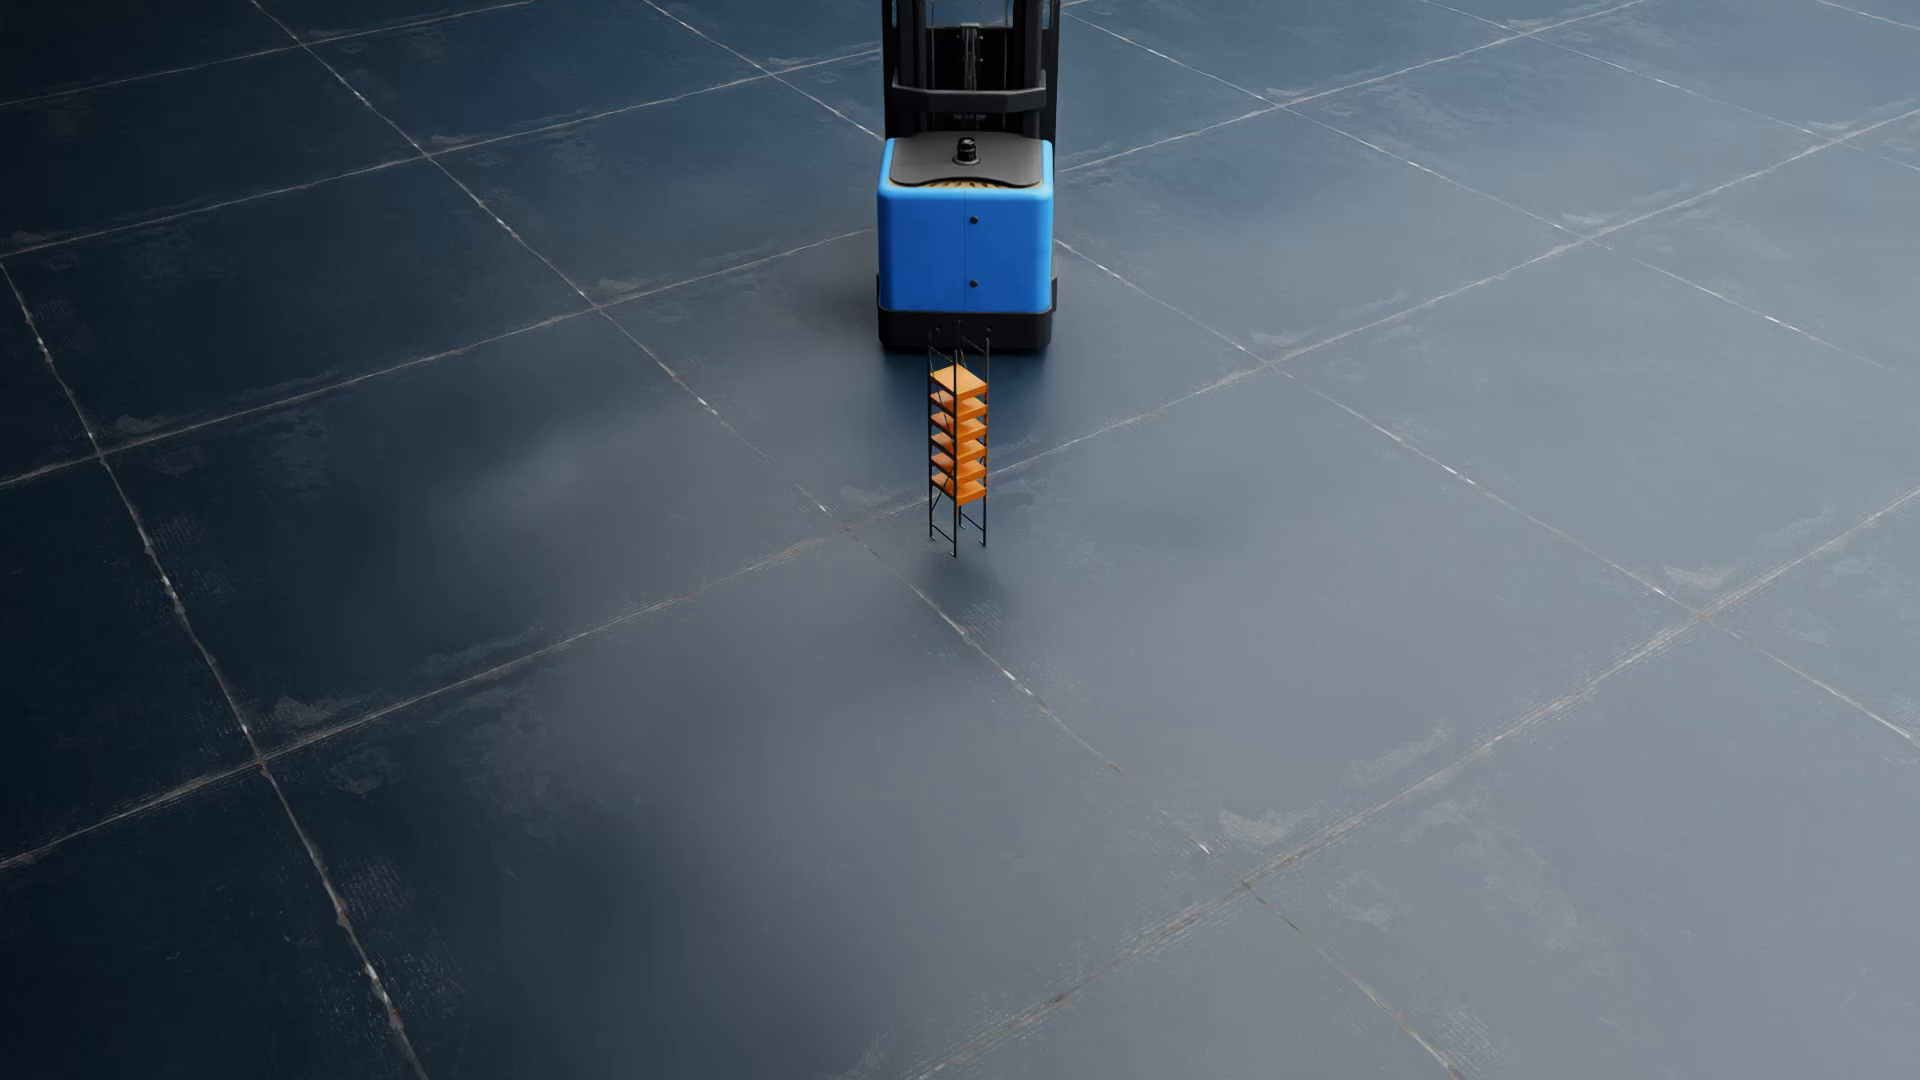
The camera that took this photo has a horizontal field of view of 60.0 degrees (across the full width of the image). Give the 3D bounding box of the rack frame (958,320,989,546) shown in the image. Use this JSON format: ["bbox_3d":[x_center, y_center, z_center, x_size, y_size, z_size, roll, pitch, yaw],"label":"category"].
[{"bbox_3d":[0.063,-0.513,8.249,0.006,1.200,0.240,-22,41,-28],"label":"rack frame"}]

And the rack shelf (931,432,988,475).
[{"bbox_3d":[-0.012,-0.446,8.232,0.180,0.103,0.258,-22,41,-28],"label":"rack shelf"}]

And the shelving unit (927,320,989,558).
[{"bbox_3d":[-0.012,-0.482,8.206,0.189,1.200,0.258,-22,41,-28],"label":"shelving unit"}]

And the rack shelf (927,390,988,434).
[{"bbox_3d":[-0.012,-0.641,8.092,0.180,0.103,0.258,-22,41,-28],"label":"rack shelf"}]

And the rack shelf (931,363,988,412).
[{"bbox_3d":[-0.012,-0.738,8.022,0.180,0.103,0.258,-22,41,-28],"label":"rack shelf"}]

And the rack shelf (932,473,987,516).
[{"bbox_3d":[-0.012,-0.251,8.372,0.180,0.103,0.258,-22,41,-28],"label":"rack shelf"}]

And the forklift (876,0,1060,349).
[{"bbox_3d":[0.075,-3.178,10.472,1.130,2.935,3.031,1,36,2],"label":"forklift"}]

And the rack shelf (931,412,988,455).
[{"bbox_3d":[-0.012,-0.544,8.162,0.180,0.103,0.258,-22,41,-28],"label":"rack shelf"}]

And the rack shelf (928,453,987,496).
[{"bbox_3d":[-0.012,-0.349,8.302,0.180,0.103,0.258,-22,41,-28],"label":"rack shelf"}]

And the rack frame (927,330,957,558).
[{"bbox_3d":[-0.087,-0.451,8.163,0.006,1.200,0.240,-22,41,-28],"label":"rack frame"}]
